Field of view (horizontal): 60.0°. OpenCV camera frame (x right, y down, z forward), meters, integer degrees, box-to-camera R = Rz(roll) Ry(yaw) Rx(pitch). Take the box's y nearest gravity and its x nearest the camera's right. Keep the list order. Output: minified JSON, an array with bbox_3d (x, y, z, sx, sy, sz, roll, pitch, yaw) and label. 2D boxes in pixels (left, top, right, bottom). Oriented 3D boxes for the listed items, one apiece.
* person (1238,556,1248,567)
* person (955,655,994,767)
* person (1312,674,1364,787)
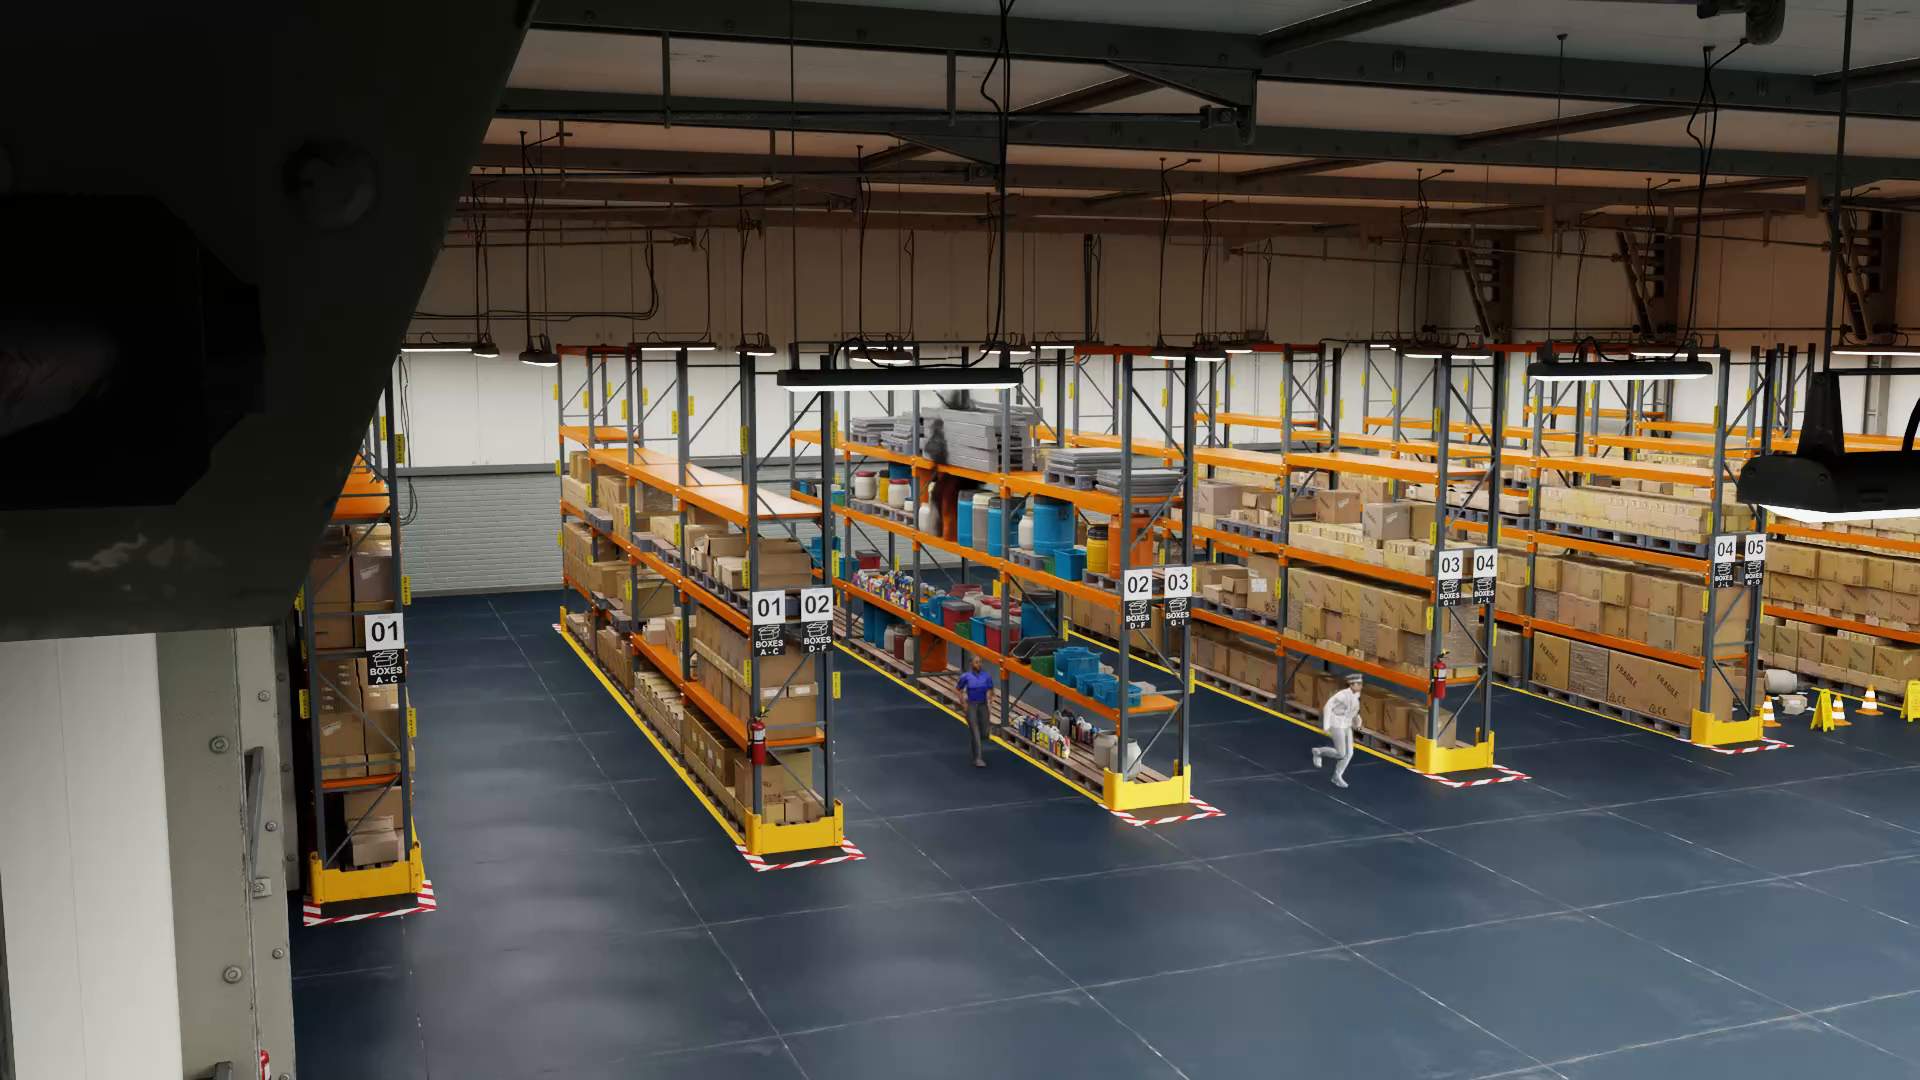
[{"bbox_3d":[7.290,0.037,42.957,0.852,1.787,0.600,-6,9,-37],"label":"person"},{"bbox_3d":[0.226,2.459,24.241,0.571,1.613,0.665,-2,8,-15],"label":"person"},{"bbox_3d":[5.268,2.618,23.198,0.744,1.624,0.591,6,10,41],"label":"person"}]
